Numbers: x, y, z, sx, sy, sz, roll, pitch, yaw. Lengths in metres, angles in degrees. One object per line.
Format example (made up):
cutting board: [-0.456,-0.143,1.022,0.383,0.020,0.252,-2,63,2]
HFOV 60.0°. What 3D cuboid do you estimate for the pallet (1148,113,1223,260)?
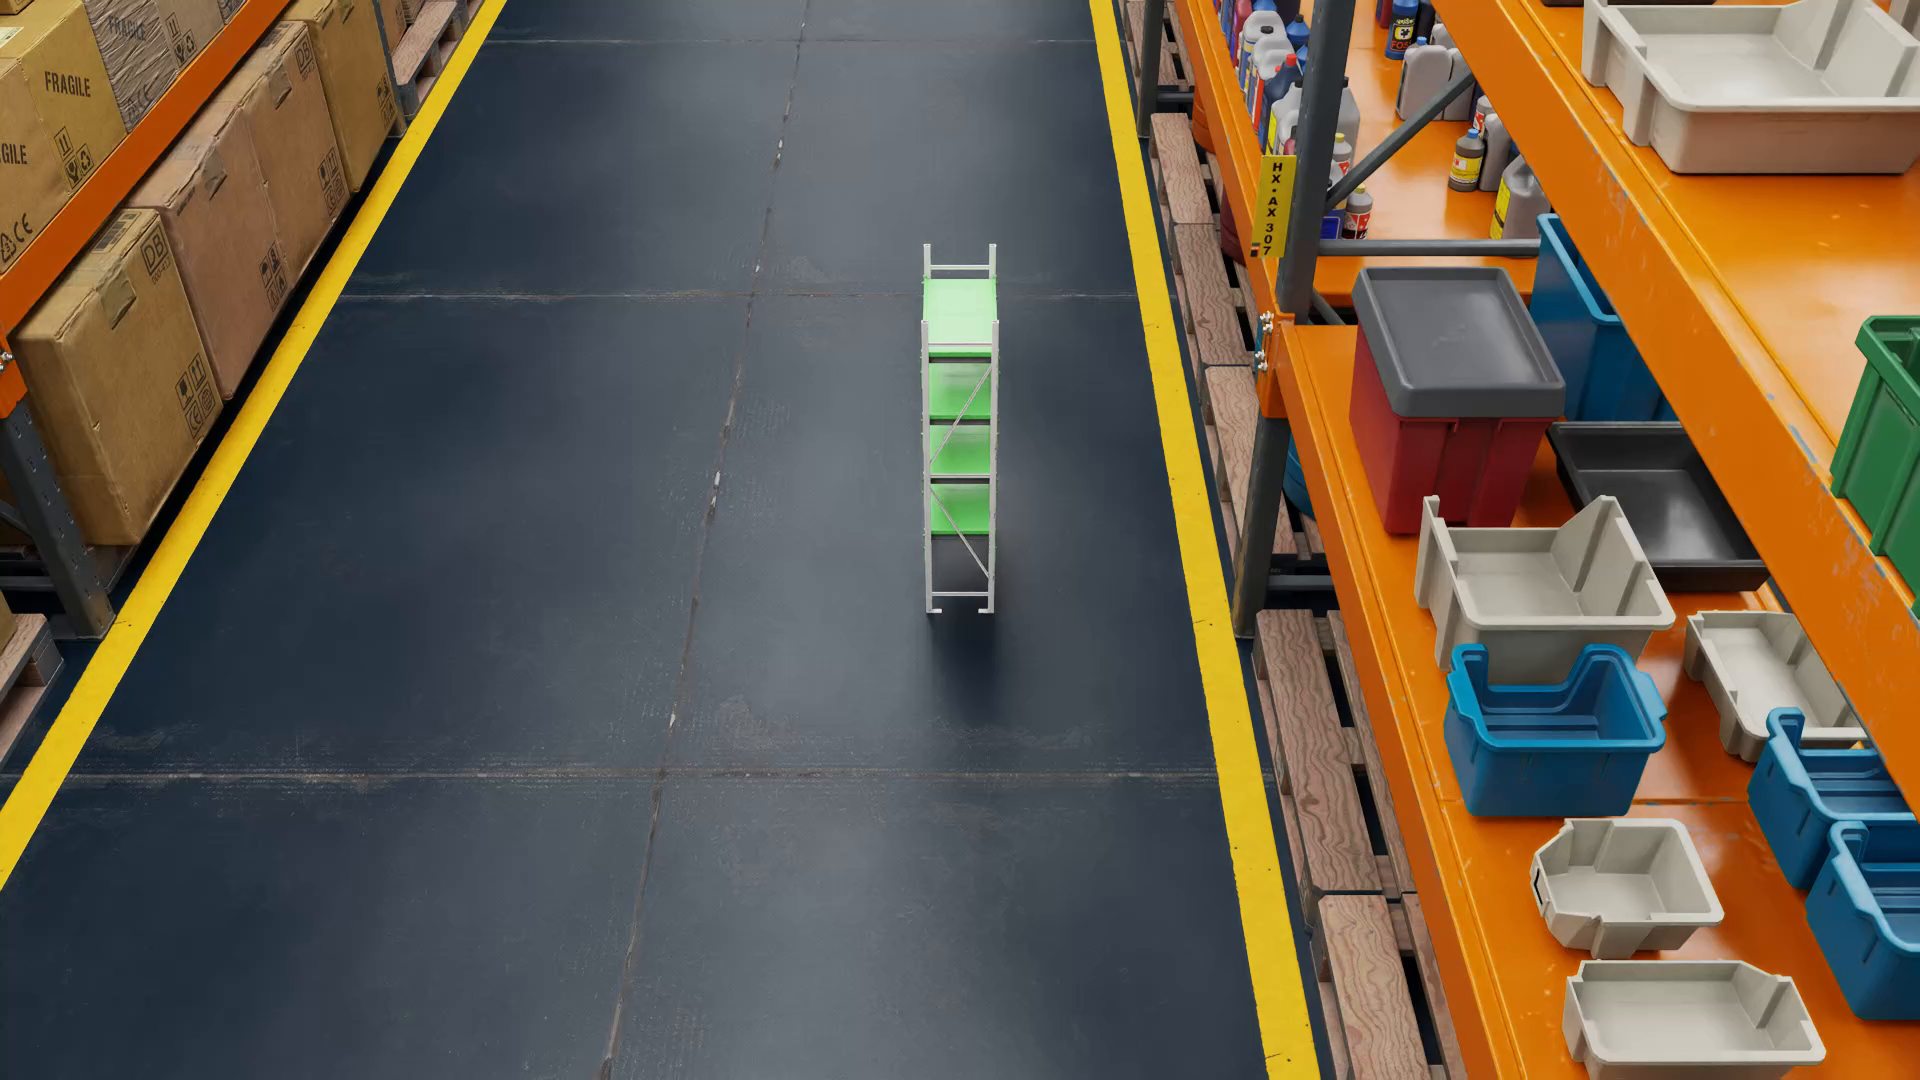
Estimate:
pallet: [1.498,-1.779,8.301,1.003,0.211,1.213,0,39,0]

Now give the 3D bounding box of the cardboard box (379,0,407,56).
cardboard box: [-3.518,-2.971,9.206,0.700,0.500,0.500,-2,39,-2]

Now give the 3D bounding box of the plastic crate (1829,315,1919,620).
plastic crate: [1.178,-0.061,1.699,0.450,0.188,0.336,0,39,0]

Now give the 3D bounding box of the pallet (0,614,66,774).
pallet: [-3.570,0.709,5.197,1.003,0.211,1.213,0,39,0]

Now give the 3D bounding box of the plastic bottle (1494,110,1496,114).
plastic bottle: [1.868,-1.399,5.700,0.097,0.271,0.097,0,39,0]

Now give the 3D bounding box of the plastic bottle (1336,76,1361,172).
plastic bottle: [1.276,-1.414,5.655,0.144,0.351,0.185,0,39,0]

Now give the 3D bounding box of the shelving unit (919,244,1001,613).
shelving unit: [0.000,-0.365,5.746,0.258,1.200,0.503,0,39,0]

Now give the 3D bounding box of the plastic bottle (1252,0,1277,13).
plastic bottle: [1.168,-1.983,6.429,0.097,0.271,0.097,0,39,0]

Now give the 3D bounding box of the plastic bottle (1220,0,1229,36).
plastic bottle: [1.135,-2.173,6.662,0.152,0.276,0.135,0,39,0]

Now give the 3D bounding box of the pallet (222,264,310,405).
pallet: [-3.573,-1.014,7.346,1.003,0.211,1.213,0,39,0]

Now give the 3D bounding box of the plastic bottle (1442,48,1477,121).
plastic bottle: [1.840,-1.679,6.045,0.152,0.276,0.135,0,39,0]

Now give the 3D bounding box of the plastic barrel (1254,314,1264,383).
plastic barrel: [1.476,-0.986,6.424,0.600,0.901,0.708,0,39,0]

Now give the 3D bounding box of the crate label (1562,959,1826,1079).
crate label: [1.272,0.857,2.944,0.396,0.136,0.243,0,39,0]

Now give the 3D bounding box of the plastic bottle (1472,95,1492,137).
plastic bottle: [1.867,-1.494,5.874,0.097,0.201,0.097,0,39,0]

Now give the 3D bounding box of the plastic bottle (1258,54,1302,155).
plastic bottle: [1.132,-1.529,5.799,0.144,0.351,0.185,0,39,0]

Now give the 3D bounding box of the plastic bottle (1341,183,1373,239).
plastic bottle: [1.261,-1.039,5.306,0.097,0.201,0.097,0,39,0]

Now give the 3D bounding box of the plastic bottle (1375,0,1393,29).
plastic bottle: [1.740,-2.231,6.729,0.061,0.283,0.133,0,39,0]

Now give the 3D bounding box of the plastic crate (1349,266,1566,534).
plastic crate: [1.211,-0.348,4.187,0.402,0.464,0.583,0,39,0]

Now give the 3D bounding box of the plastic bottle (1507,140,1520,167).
plastic bottle: [1.868,-1.254,5.519,0.097,0.271,0.097,0,39,0]

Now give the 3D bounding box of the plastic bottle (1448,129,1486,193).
plastic bottle: [1.716,-1.288,5.617,0.097,0.201,0.097,0,39,0]

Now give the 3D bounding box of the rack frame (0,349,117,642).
rack frame: [-3.493,-0.855,4.918,1.000,3.000,0.127,0,39,0]

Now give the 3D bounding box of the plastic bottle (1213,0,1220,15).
plastic bottle: [1.089,-2.321,6.841,0.061,0.283,0.133,0,39,0]

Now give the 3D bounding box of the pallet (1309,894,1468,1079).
pallet: [1.504,1.454,4.266,1.003,0.211,1.213,0,39,0]

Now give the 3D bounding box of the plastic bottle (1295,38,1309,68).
plastic bottle: [1.260,-1.694,6.068,0.097,0.271,0.097,0,39,0]

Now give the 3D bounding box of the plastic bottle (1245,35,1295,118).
plastic bottle: [1.135,-1.684,6.052,0.152,0.276,0.135,0,39,0]

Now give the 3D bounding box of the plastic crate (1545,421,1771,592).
plastic crate: [1.730,-0.075,4.117,0.437,0.125,0.590,0,39,0]

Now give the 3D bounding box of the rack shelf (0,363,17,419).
rack shelf: [-3.490,0.677,3.582,1.077,0.370,4.000,0,39,0]

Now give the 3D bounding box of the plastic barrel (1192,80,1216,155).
plastic barrel: [1.473,-2.371,8.209,0.600,0.830,0.708,0,39,0]

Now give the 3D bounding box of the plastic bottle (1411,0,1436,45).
plastic bottle: [1.843,-2.075,6.479,0.144,0.351,0.185,0,39,0]

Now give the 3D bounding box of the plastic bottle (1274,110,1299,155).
plastic bottle: [1.136,-1.285,5.554,0.152,0.276,0.135,0,39,0]

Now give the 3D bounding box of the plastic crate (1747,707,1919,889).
plastic crate: [1.792,0.519,3.289,0.416,0.233,0.300,0,39,0]

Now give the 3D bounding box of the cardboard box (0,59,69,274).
cardboard box: [-3.243,-1.182,5.246,0.500,0.500,0.500,0,39,0]

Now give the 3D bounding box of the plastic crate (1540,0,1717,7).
plastic crate: [1.188,-1.201,3.056,0.497,0.269,0.590,0,39,0]

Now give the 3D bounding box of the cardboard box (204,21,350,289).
cardboard box: [-3.524,-1.702,7.338,1.225,0.875,0.875,0,39,0]

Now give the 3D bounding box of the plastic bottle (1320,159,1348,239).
plastic bottle: [1.137,-1.056,5.268,0.152,0.276,0.135,0,39,0]

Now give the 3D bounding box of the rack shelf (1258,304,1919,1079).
rack shelf: [1.463,0.673,3.587,1.077,0.370,4.000,0,39,0]

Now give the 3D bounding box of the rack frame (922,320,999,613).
rack frame: [0.000,-0.212,5.555,0.240,1.200,0.015,0,39,0]

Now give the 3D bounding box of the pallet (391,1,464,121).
pallet: [-3.497,-2.757,9.521,1.003,0.211,1.213,0,39,0]

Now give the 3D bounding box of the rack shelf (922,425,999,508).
rack shelf: [0.000,-0.315,5.786,0.258,0.148,0.480,0,39,0]

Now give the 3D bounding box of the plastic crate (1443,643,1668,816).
plastic crate: [1.206,0.401,3.437,0.416,0.233,0.300,0,39,0]

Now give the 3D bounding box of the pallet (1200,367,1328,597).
pallet: [1.501,-0.253,6.397,1.003,0.211,1.213,0,39,0]

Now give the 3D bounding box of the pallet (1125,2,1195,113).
pallet: [1.494,-2.756,9.520,1.003,0.211,1.213,0,39,0]

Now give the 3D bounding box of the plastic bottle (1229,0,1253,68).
plastic bottle: [1.089,-1.977,6.411,0.061,0.283,0.133,0,39,0]

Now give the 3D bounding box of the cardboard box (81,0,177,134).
cardboard box: [-3.245,-1.809,6.029,0.500,0.500,0.500,-1,39,-1]

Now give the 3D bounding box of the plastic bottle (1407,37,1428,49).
plastic bottle: [1.715,-1.783,6.235,0.097,0.201,0.097,0,39,0]

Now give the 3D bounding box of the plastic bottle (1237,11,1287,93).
plastic bottle: [1.135,-1.829,6.233,0.152,0.276,0.135,0,39,0]

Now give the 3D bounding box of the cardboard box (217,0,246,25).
cardboard box: [-3.250,-2.450,6.829,0.500,0.500,0.500,-1,39,-2]

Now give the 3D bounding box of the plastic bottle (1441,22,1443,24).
plastic bottle: [1.867,-1.894,6.318,0.097,0.271,0.097,0,39,0]

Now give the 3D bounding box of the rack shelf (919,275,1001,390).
rack shelf: [0.000,-0.689,5.485,0.258,0.148,0.480,0,39,0]

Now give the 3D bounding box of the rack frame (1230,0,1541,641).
rack frame: [1.460,-0.858,4.922,1.000,3.000,0.127,0,39,0]

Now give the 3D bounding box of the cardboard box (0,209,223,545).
cardboard box: [-3.513,-0.590,5.950,1.225,0.875,0.875,0,39,0]
